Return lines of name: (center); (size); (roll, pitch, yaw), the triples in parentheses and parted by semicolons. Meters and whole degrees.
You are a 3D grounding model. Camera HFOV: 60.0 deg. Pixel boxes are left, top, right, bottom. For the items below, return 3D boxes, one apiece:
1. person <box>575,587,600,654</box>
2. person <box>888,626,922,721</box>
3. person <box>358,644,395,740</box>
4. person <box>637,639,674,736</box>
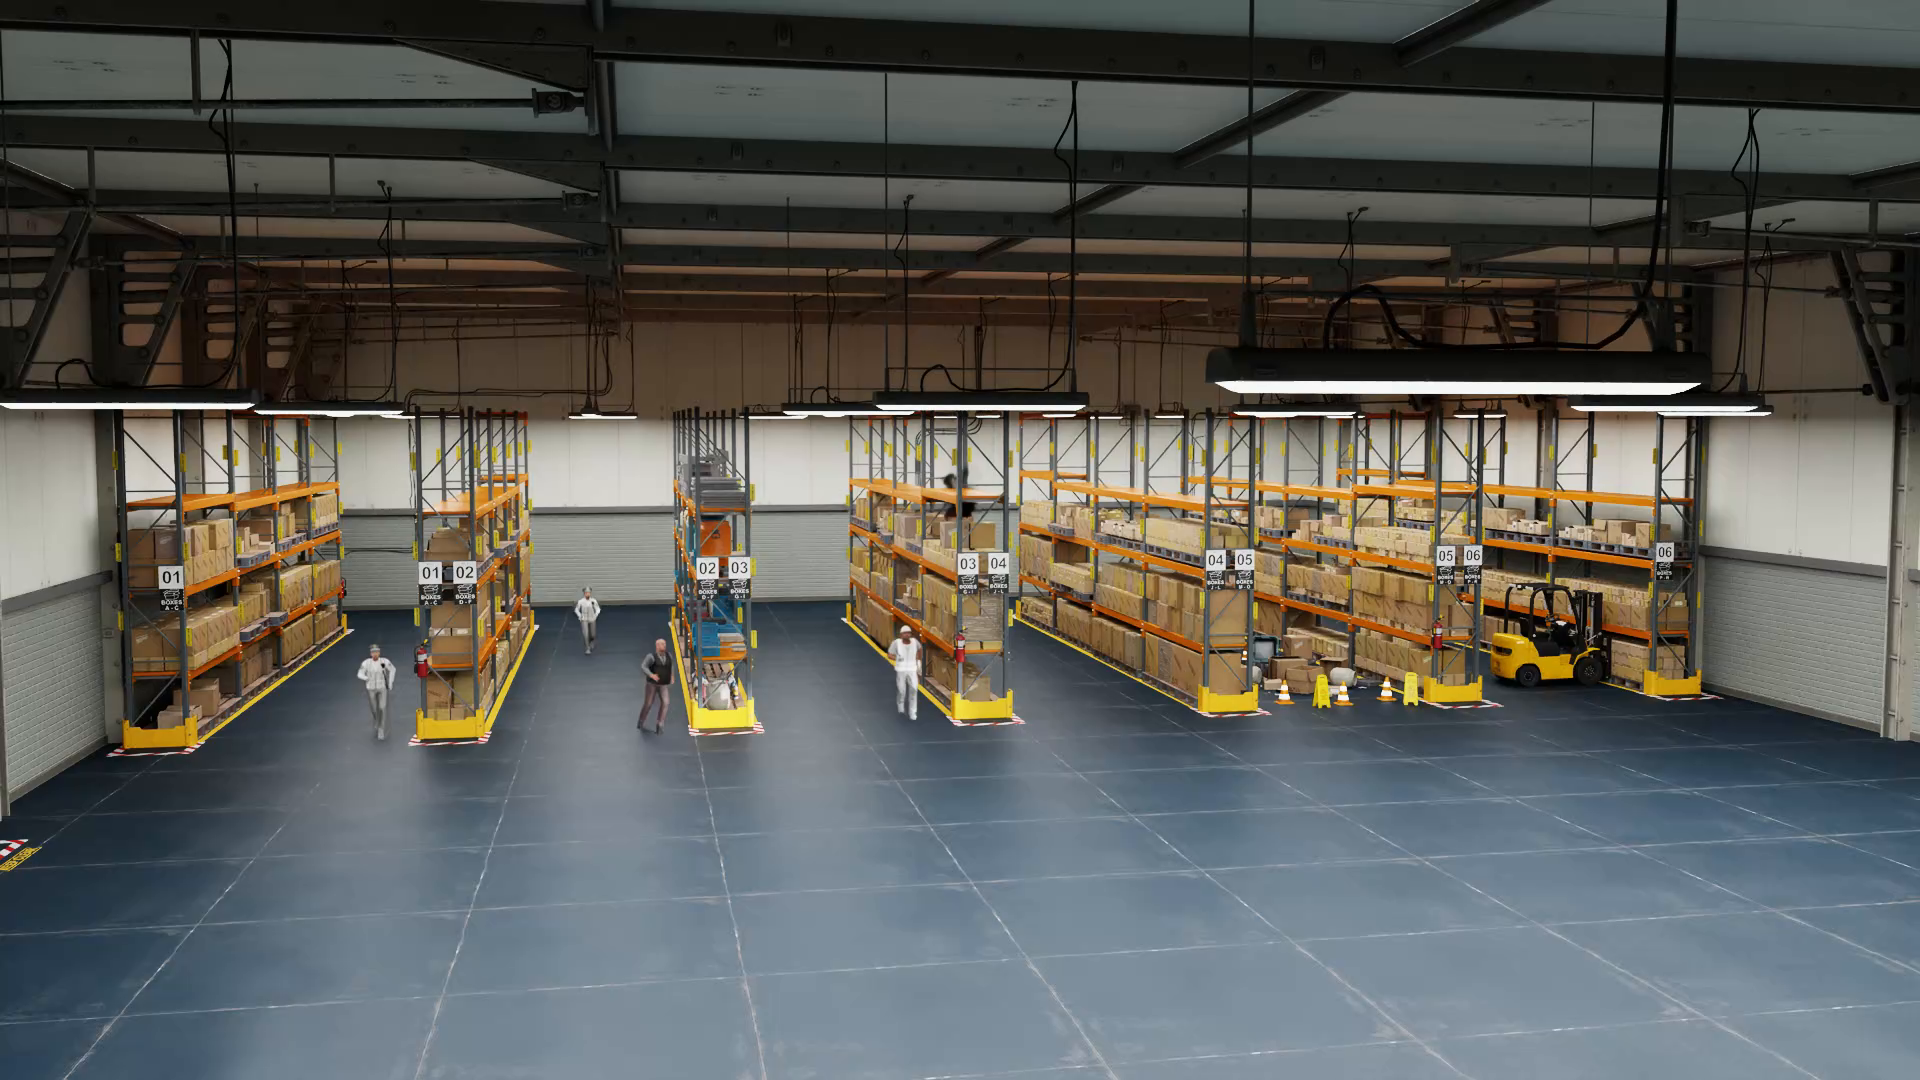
person: (-9.195, 1.980, 41.070); (0.614, 1.641, 0.580); (-1, 4, -17)
person: (-1.060, 2.548, 32.219); (0.704, 1.809, 0.940); (-1, 4, -11)
person: (-10.625, 2.737, 30.288); (0.638, 1.718, 0.893); (-1, 4, -14)
person: (-5.565, 2.701, 30.709); (0.733, 1.748, 0.754); (-2, 5, -31)
